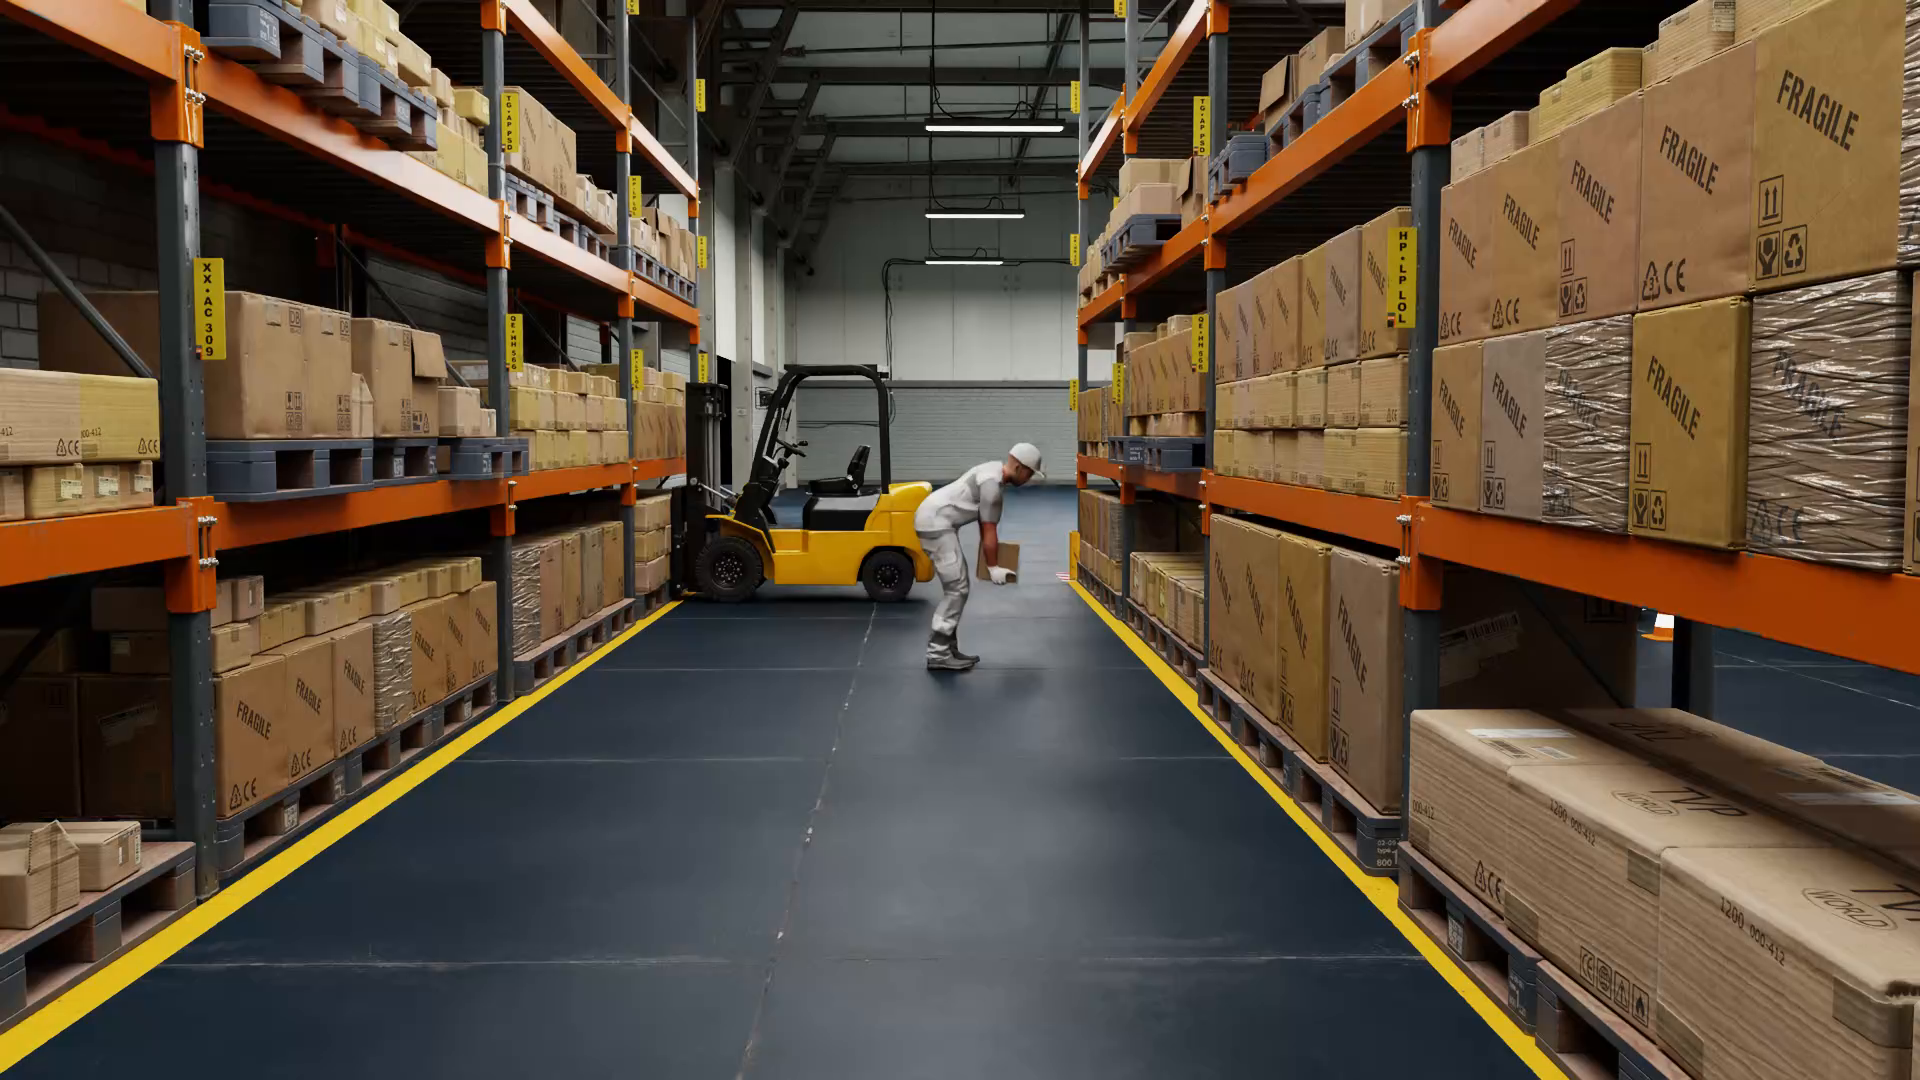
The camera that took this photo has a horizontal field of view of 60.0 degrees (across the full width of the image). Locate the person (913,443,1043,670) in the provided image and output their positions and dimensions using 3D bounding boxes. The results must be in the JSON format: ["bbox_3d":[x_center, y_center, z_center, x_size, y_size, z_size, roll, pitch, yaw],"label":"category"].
[{"bbox_3d":[0.119,0.098,10.904,0.858,1.472,0.482,0,4,-3],"label":"person"}]
